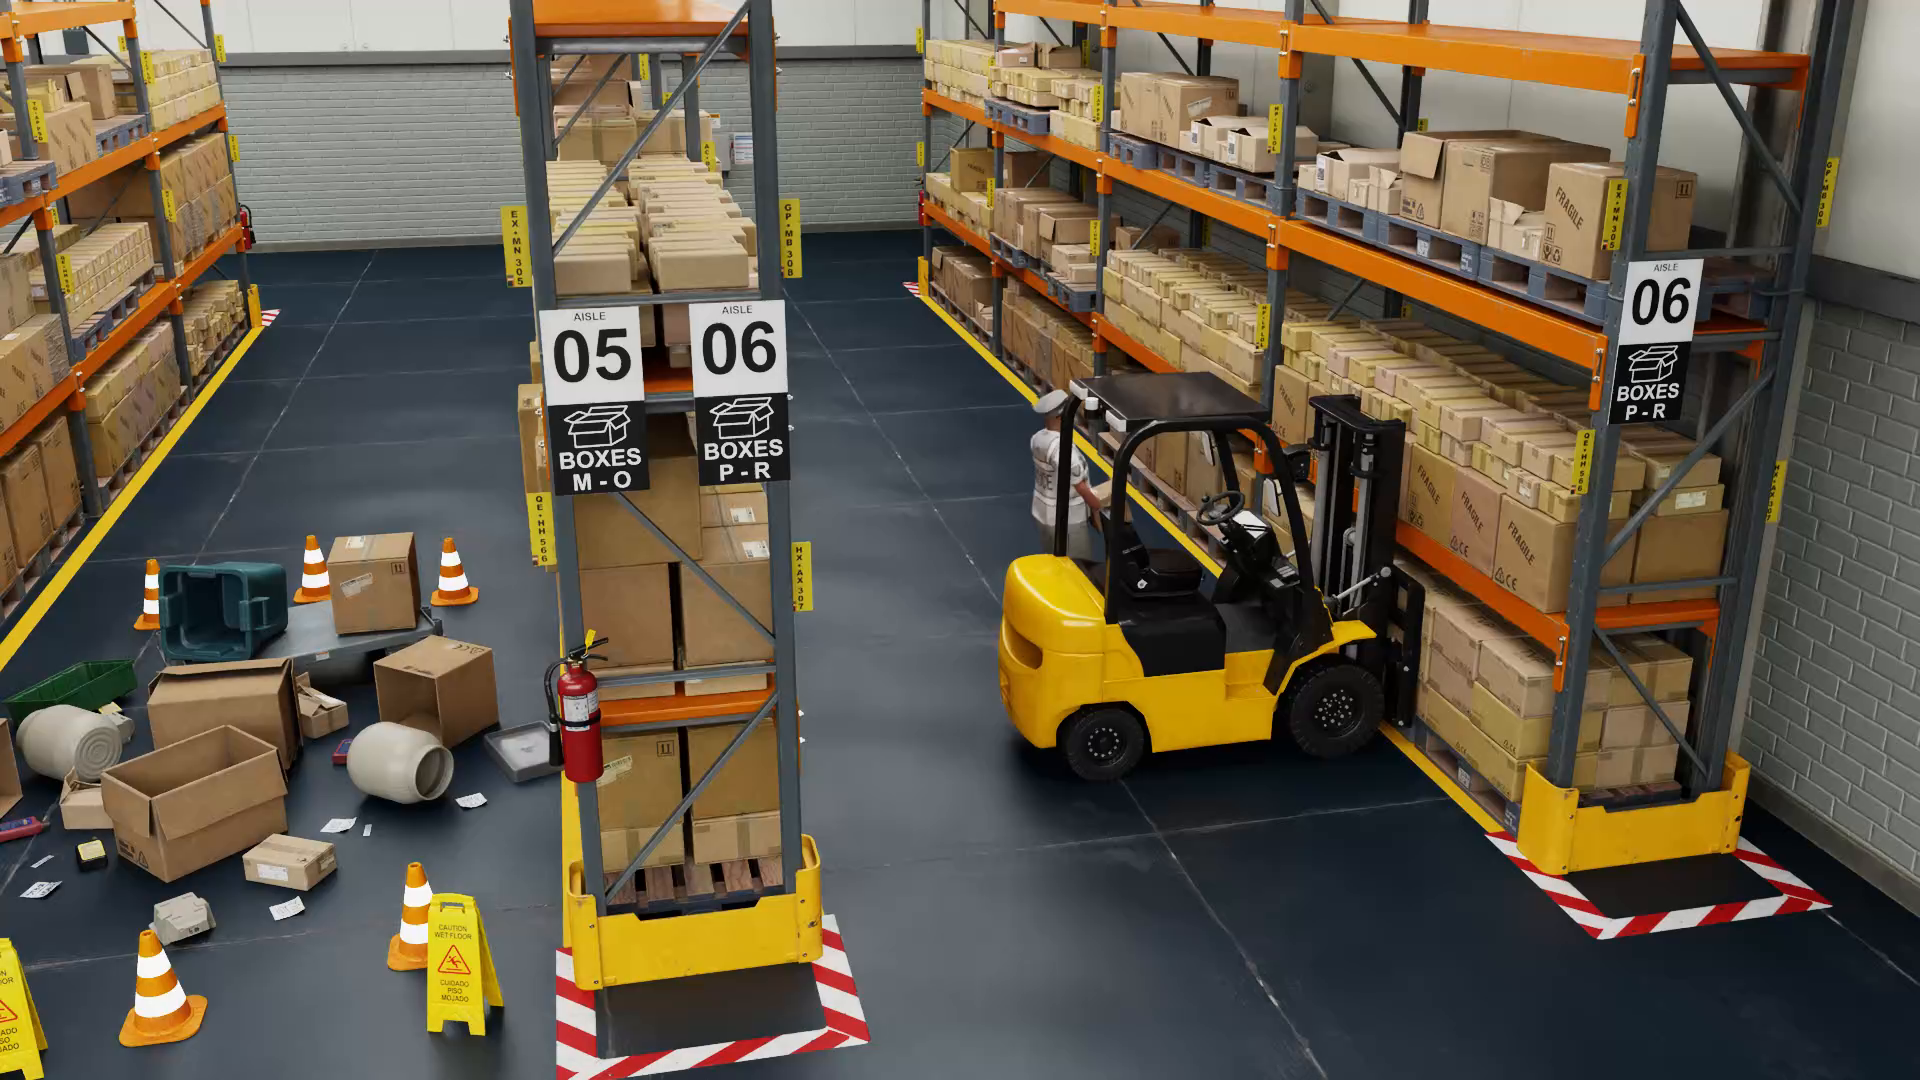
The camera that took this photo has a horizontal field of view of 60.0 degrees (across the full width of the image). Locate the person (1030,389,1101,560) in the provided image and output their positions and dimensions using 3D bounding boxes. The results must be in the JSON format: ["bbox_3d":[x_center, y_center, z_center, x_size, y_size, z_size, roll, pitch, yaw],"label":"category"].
[{"bbox_3d":[0.770,-0.166,11.486,0.546,1.777,0.544,-8,21,-21],"label":"person"}]
